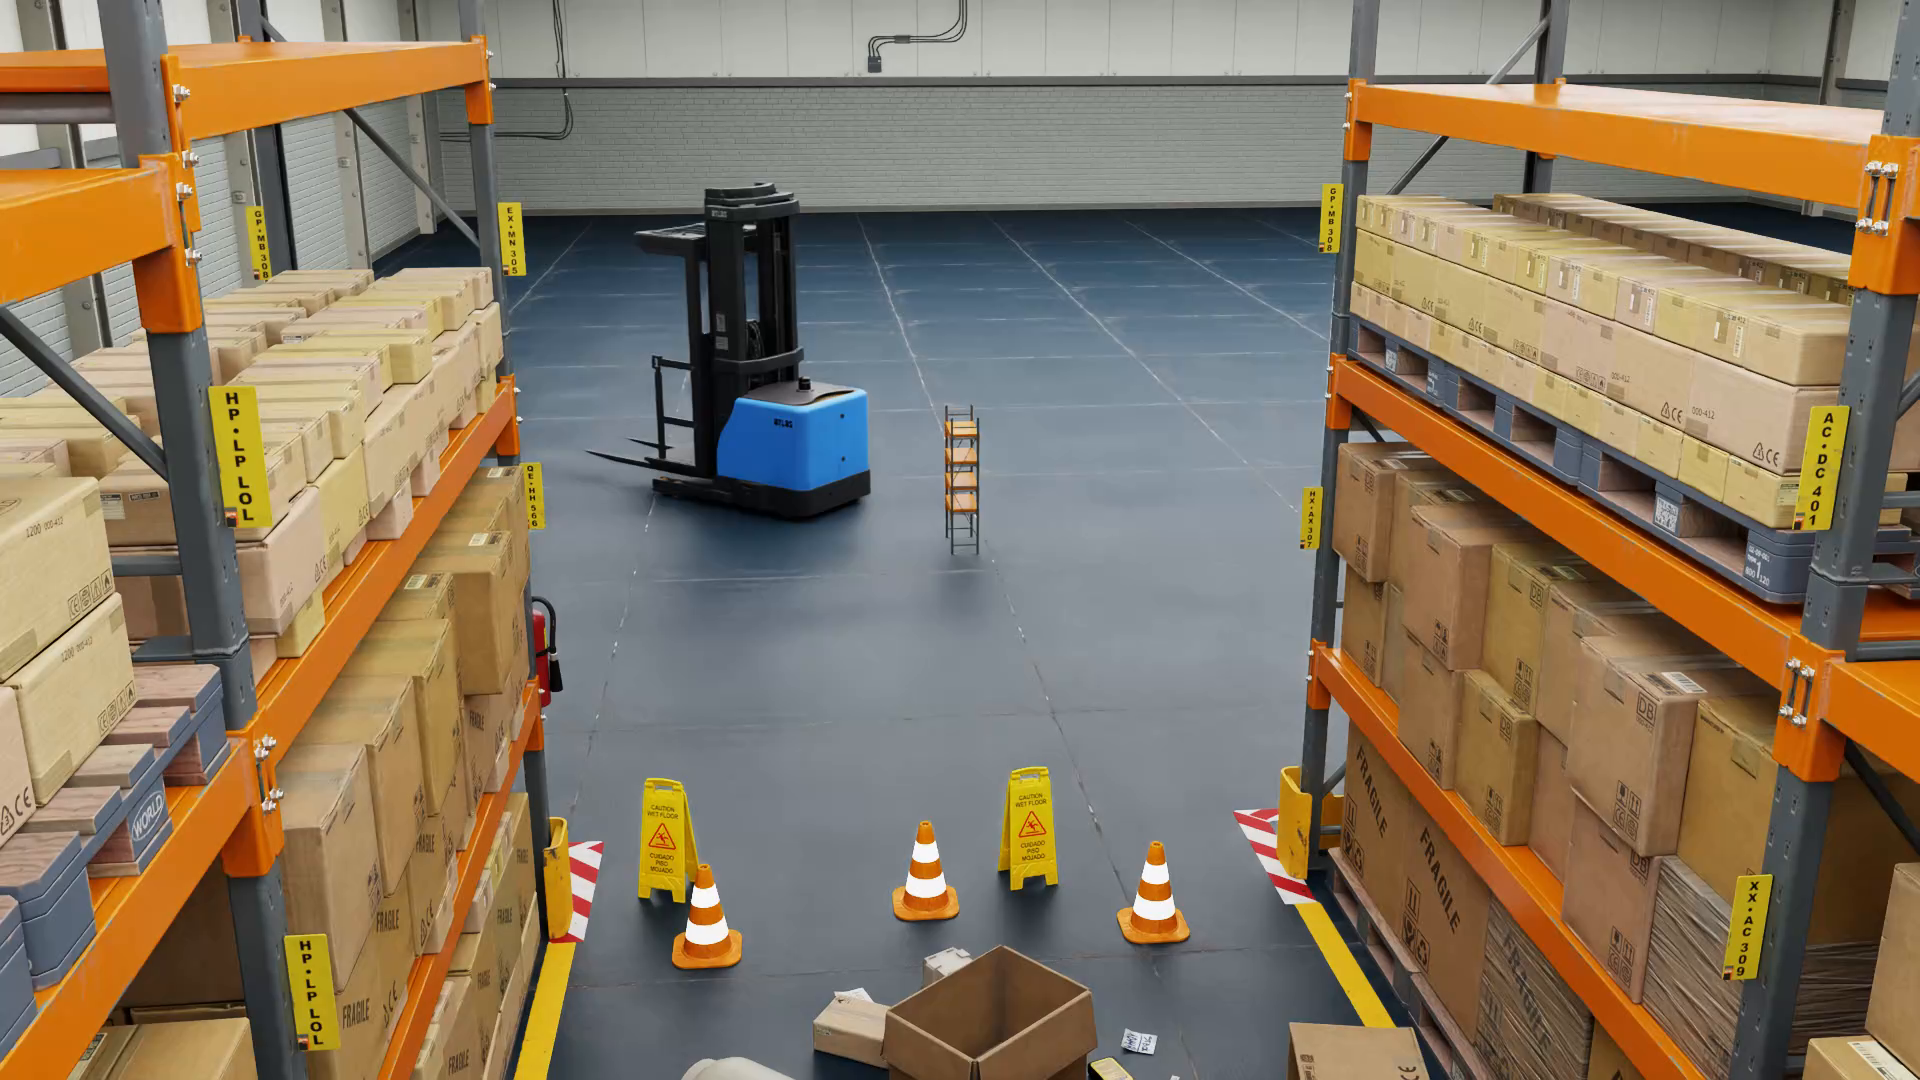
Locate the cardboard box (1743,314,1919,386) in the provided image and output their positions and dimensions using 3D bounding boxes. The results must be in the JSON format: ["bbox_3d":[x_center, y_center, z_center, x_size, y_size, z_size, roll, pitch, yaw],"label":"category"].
[{"bbox_3d":[2.395,-0.523,4.547,0.380,0.149,0.250,-2,18,-6],"label":"cardboard box"}]

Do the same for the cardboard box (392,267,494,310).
[{"bbox_3d":[-2.248,-1.093,7.230,0.380,0.149,0.250,-2,18,-5],"label":"cardboard box"}]

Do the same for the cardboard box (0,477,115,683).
[{"bbox_3d":[-1.977,0.070,3.155,0.500,0.250,0.500,-1,17,-4],"label":"cardboard box"}]

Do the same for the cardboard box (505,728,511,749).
[{"bbox_3d":[-2.183,0.881,7.282,0.380,0.149,0.250,-2,18,-7],"label":"cardboard box"}]

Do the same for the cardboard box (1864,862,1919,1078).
[{"bbox_3d":[2.806,1.139,4.205,0.700,0.500,0.500,-2,18,-7],"label":"cardboard box"}]

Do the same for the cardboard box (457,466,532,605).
[{"bbox_3d":[-2.307,-0.014,7.380,0.700,0.500,0.500,-2,18,-7],"label":"cardboard box"}]

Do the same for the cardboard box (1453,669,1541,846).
[{"bbox_3d":[2.527,0.853,6.703,0.875,0.550,0.500,-2,18,-6],"label":"cardboard box"}]

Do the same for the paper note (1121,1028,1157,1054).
[{"bbox_3d":[0.806,2.249,7.465,0.144,0.017,0.142,4,18,13],"label":"paper note"}]

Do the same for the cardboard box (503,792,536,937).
[{"bbox_3d":[-2.234,1.492,7.555,0.500,0.500,0.500,-2,18,-5],"label":"cardboard box"}]

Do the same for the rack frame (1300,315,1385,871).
[{"bbox_3d":[2.337,0.324,8.636,1.000,3.000,0.127,-2,18,-6],"label":"rack frame"}]

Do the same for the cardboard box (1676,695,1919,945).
[{"bbox_3d":[2.746,0.818,5.009,0.875,0.550,0.550,-2,18,-6],"label":"cardboard box"}]

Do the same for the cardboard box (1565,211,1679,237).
[{"bbox_3d":[2.788,-1.298,7.015,0.380,0.149,0.250,-1,17,-5],"label":"cardboard box"}]

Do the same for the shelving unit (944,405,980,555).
[{"bbox_3d":[0.017,-0.523,14.340,0.258,1.200,0.503,-2,18,-6],"label":"shelving unit"}]

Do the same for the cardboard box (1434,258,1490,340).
[{"bbox_3d":[2.238,-0.972,6.643,0.500,0.250,0.500,-2,18,-6],"label":"cardboard box"}]

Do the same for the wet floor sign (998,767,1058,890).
[{"bbox_3d":[0.364,1.500,8.821,0.267,0.644,0.232,-5,18,-15],"label":"wet floor sign"}]

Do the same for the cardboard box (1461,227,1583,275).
[{"bbox_3d":[2.185,-1.127,6.472,0.380,0.149,0.250,-2,18,-6],"label":"cardboard box"}]

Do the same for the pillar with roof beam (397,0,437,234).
[{"bbox_3d":[-7.150,-11.036,34.806,9.100,9.000,0.400,-2,18,-6],"label":"pillar with roof beam"}]

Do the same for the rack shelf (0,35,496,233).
[{"bbox_3d":[-2.370,-1.414,5.364,1.077,0.370,4.000,-2,18,-6],"label":"rack shelf"}]

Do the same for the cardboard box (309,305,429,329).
[{"bbox_3d":[-2.222,-0.789,6.262,0.380,0.149,0.250,-2,18,-6],"label":"cardboard box"}]

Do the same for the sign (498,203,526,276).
[{"bbox_3d":[-2.022,-1.357,7.507,0.100,0.325,0.005,-2,18,-6],"label":"sign"}]

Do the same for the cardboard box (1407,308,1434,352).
[{"bbox_3d":[2.132,-0.897,7.069,0.380,0.149,0.250,-2,18,-5],"label":"cardboard box"}]

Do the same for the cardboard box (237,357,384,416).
[{"bbox_3d":[-2.060,-0.483,5.287,0.380,0.149,0.250,-2,18,-6],"label":"cardboard box"}]

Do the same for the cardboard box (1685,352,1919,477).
[{"bbox_3d":[2.443,-0.372,4.732,0.500,0.250,0.500,-2,18,-6],"label":"cardboard box"}]

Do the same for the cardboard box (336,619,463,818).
[{"bbox_3d":[-2.049,0.591,5.453,0.700,0.500,0.500,-2,18,-7],"label":"cardboard box"}]

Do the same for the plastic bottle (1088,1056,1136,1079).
[{"bbox_3d":[0.674,2.330,7.152,0.133,0.061,0.283,-8,19,-25],"label":"plastic bottle"}]

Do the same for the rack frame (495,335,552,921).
[{"bbox_3d":[-2.576,0.507,8.053,1.000,3.000,0.127,-2,18,-6],"label":"rack frame"}]

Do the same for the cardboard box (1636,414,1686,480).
[{"bbox_3d":[2.339,-0.294,5.149,0.380,0.149,0.250,-2,17,-5],"label":"cardboard box"}]

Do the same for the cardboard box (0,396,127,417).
[{"bbox_3d":[-2.612,-0.309,4.733,0.380,0.149,0.250,-1,17,-4],"label":"cardboard box"}]

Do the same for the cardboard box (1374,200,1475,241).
[{"bbox_3d":[2.080,-1.431,7.441,0.380,0.149,0.250,-2,18,-5],"label":"cardboard box"}]

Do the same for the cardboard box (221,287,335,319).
[{"bbox_3d":[-2.736,-0.921,6.683,0.380,0.149,0.250,-2,18,-6],"label":"cardboard box"}]

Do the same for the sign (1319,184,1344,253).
[{"bbox_3d":[1.784,-1.546,7.995,0.100,0.325,0.005,-2,18,-6],"label":"sign"}]

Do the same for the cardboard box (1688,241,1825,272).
[{"bbox_3d":[2.893,-0.996,6.054,0.380,0.149,0.250,-2,18,-6],"label":"cardboard box"}]

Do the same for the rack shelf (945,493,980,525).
[{"bbox_3d":[0.017,-0.269,14.420,0.258,0.148,0.480,-2,18,-6],"label":"rack shelf"}]

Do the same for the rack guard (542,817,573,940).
[{"bbox_3d":[-2.569,1.723,8.355,1.175,0.500,0.348,-2,18,-6],"label":"rack guard"}]

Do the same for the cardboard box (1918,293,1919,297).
[{"bbox_3d":[2.997,-0.694,5.092,0.380,0.149,0.250,-2,18,-6],"label":"cardboard box"}]

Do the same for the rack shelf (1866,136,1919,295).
[{"bbox_3d":[2.956,-0.216,2.211,1.077,0.370,4.000,-2,18,-6],"label":"rack shelf"}]

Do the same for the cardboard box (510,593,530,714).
[{"bbox_3d":[-2.246,0.471,7.505,0.500,0.500,0.500,-2,18,-7],"label":"cardboard box"}]

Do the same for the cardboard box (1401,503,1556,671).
[{"bbox_3d":[2.408,0.181,7.038,0.875,0.550,0.550,-2,18,-6],"label":"cardboard box"}]

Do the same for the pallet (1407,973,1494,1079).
[{"bbox_3d":[2.620,2.253,7.147,1.003,0.211,1.213,-2,18,-6],"label":"pallet"}]

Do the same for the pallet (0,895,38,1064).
[{"bbox_3d":[-2.096,0.854,2.255,1.213,0.211,1.003,-2,18,-6],"label":"pallet"}]

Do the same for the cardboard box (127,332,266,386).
[{"bbox_3d":[-2.617,-0.618,5.717,0.380,0.149,0.250,-1,17,-4],"label":"cardboard box"}]

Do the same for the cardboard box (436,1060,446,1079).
[{"bbox_3d":[-2.023,2.110,5.587,0.500,0.500,0.500,-1,17,-3],"label":"cardboard box"}]

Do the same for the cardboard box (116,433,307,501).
[{"bbox_3d":[-1.927,-0.173,4.301,0.380,0.149,0.250,-1,17,-4],"label":"cardboard box"}]

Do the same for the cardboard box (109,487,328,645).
[{"bbox_3d":[-1.937,0.058,4.230,0.500,0.250,0.500,-2,18,-7],"label":"cardboard box"}]

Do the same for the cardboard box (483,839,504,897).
[{"bbox_3d":[-2.107,1.365,6.877,0.380,0.149,0.250,-1,17,-5],"label":"cardboard box"}]

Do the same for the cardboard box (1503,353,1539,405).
[{"bbox_3d":[2.236,-0.596,6.113,0.380,0.149,0.250,-2,18,-6],"label":"cardboard box"}]

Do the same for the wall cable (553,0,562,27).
[{"bbox_3d":[-7.730,-12.833,37.283,3.097,2.526,0.112,-2,18,-6],"label":"wall cable"}]

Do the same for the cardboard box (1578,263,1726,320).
[{"bbox_3d":[2.289,-0.825,5.508,0.380,0.149,0.250,-2,18,-5],"label":"cardboard box"}]

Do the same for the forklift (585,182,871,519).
[{"bbox_3d":[-2.358,-1.916,15.885,3.031,2.935,1.130,12,21,33],"label":"forklift"}]

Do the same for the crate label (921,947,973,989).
[{"bbox_3d":[-0.037,2.058,7.892,0.250,0.136,0.298,-12,21,-34],"label":"crate label"}]

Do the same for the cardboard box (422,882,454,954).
[{"bbox_3d":[-2.000,1.334,5.840,0.380,0.149,0.250,-2,18,-5],"label":"cardboard box"}]

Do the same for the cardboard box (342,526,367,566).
[{"bbox_3d":[-2.062,-0.018,5.140,0.380,0.149,0.250,-2,18,-7],"label":"cardboard box"}]

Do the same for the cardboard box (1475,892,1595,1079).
[{"bbox_3d":[2.657,1.872,6.554,0.875,0.875,0.875,-2,18,-5],"label":"cardboard box"}]

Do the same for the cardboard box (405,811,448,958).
[{"bbox_3d":[-2.046,1.071,5.594,0.500,0.500,0.500,-2,18,-6],"label":"cardboard box"}]

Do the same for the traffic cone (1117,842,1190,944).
[{"bbox_3d":[0.979,1.737,8.372,0.336,0.463,0.334,-2,18,-6],"label":"traffic cone"}]

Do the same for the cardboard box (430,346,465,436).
[{"bbox_3d":[-2.147,-0.546,6.153,0.500,0.250,0.500,-1,17,-4],"label":"cardboard box"}]
